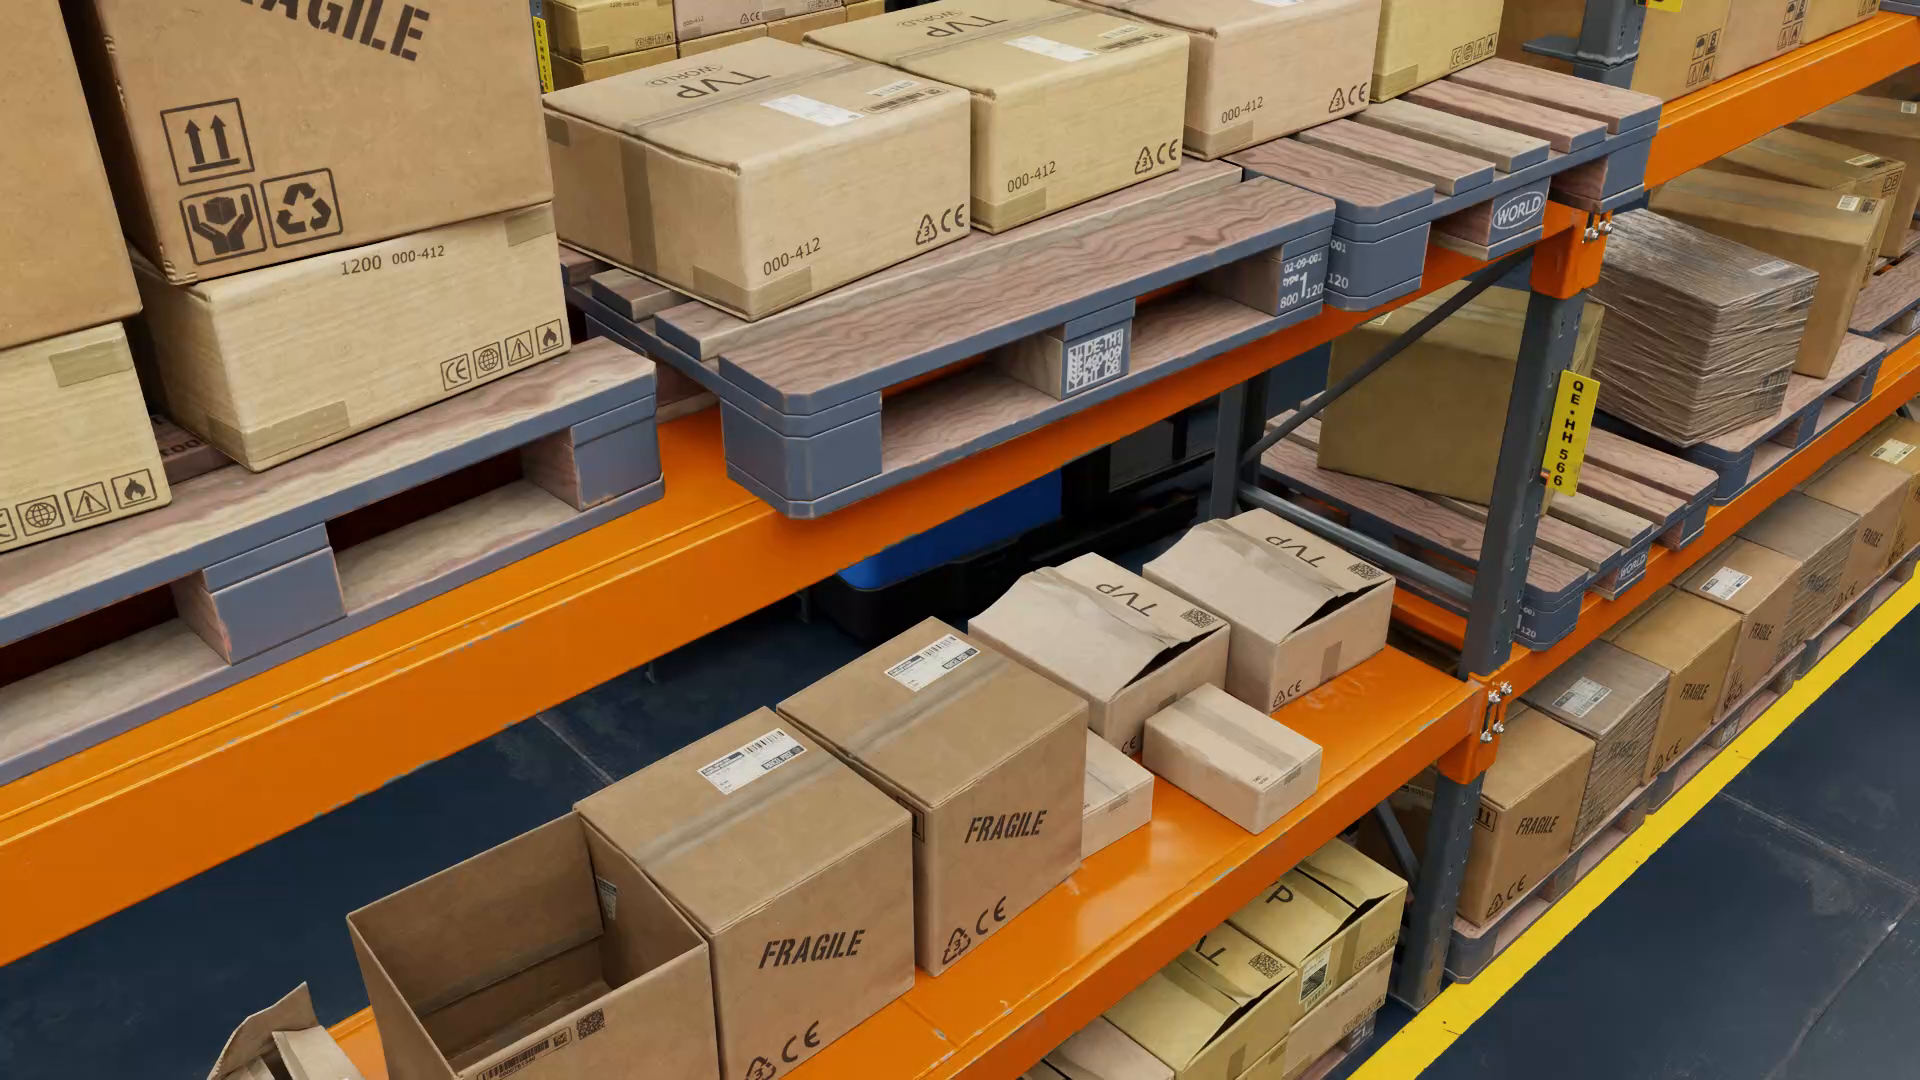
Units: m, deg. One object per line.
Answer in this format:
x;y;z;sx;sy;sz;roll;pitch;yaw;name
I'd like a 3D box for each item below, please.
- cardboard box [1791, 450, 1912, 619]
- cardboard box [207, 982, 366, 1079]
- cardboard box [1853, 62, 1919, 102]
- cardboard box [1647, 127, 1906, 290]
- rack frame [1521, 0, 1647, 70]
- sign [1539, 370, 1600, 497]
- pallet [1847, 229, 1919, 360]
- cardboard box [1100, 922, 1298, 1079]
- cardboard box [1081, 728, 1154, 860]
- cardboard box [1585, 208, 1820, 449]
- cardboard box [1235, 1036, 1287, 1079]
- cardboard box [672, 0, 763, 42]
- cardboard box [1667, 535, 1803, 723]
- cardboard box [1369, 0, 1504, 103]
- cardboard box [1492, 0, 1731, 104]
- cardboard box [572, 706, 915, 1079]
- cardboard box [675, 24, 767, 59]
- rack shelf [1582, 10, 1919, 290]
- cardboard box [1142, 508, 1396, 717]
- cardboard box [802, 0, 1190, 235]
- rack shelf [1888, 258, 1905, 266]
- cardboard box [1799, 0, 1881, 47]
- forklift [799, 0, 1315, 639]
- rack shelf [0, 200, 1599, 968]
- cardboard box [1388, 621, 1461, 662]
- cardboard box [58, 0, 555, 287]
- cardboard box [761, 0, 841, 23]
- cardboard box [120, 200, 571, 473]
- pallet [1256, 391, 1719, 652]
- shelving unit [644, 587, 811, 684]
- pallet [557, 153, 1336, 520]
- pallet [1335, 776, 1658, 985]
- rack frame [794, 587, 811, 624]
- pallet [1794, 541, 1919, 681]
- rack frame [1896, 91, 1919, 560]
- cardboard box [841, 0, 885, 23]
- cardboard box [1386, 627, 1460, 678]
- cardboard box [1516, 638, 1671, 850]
3.556;-0.067;6.959;0.500;0.500;0.500;-26;40;-35;cardboard box
-1.255;1.110;3.188;0.258;0.266;0.396;-27;40;-37;cardboard box
4.286;-2.151;7.337;0.500;0.500;0.500;-26;40;-35;cardboard box
3.130;-1.274;6.460;0.500;0.500;0.700;-19;36;-28;cardboard box
1.158;-2.544;3.284;0.127;3.000;1.000;-26;40;-35;rack frame
1.538;-0.267;4.201;0.005;0.325;0.100;-26;40;-35;sign
3.431;-1.079;6.824;1.213;0.211;1.003;-26;40;-35;pallet
0.565;1.237;4.547;0.500;0.311;0.500;-27;40;-36;cardboard box
0.261;0.597;4.139;0.250;0.149;0.380;-23;38;-32;cardboard box
2.344;-0.724;5.560;0.500;0.500;0.700;-18;36;-27;cardboard box
0.562;1.474;4.697;0.500;0.250;0.500;-26;40;-36;cardboard box
-1.311;-2.629;8.055;0.500;0.250;0.500;-26;40;-36;cardboard box
2.816;0.292;6.372;0.500;0.500;0.500;-27;41;-37;cardboard box
0.863;-1.196;3.697;0.500;0.250;0.500;26;40;35;cardboard box
1.455;-1.474;4.314;0.500;0.500;0.910;-26;40;-35;cardboard box
-0.447;0.761;3.534;0.500;0.500;0.500;-26;40;-35;cardboard box
-1.292;-2.312;8.256;0.500;0.500;0.500;-24;39;-34;cardboard box
2.624;-1.666;5.414;4.000;0.370;1.077;-26;40;-35;rack shelf
0.861;0.166;4.688;0.500;0.311;0.500;-23;38;-33;cardboard box
0.064;-0.805;3.057;0.500;0.250;0.500;-27;40;-36;cardboard box
5.558;-1.805;8.517;4.000;0.370;1.077;-26;40;-35;rack shelf
2.210;-1.839;4.912;0.500;0.500;0.910;-26;40;-35;cardboard box
0.501;-1.446;7.305;3.031;2.935;1.130;-21;37;-31;forklift
-0.309;-0.247;3.094;4.000;0.370;1.077;-26;40;-35;rack shelf
1.722;0.132;5.915;0.500;0.250;0.500;-24;39;-34;cardboard box
-0.894;-0.695;2.158;0.500;0.500;0.500;-22;38;-31;cardboard box
-0.947;-2.808;8.348;0.500;0.250;0.500;-26;40;-35;cardboard box
-0.916;-0.371;2.347;0.500;0.250;0.500;25;39;34;cardboard box
1.607;-0.170;5.336;1.003;0.211;1.213;-26;40;-35;pallet
-1.064;-0.251;6.723;0.755;1.500;0.431;-21;37;-31;shelving unit
-0.097;-0.511;3.015;1.213;0.211;1.003;-24;39;-33;pallet
1.731;0.955;5.986;1.213;0.211;1.003;-26;40;-35;pallet
-0.771;-0.365;6.910;0.023;1.500;0.400;-21;37;-31;rack frame
3.520;0.090;7.401;1.213;0.211;1.003;-26;40;-35;pallet
4.091;-1.403;7.169;0.127;3.000;1.000;-26;40;-35;rack frame
-0.551;-2.676;8.850;0.500;0.500;0.500;-25;39;-34;cardboard box
1.684;0.473;6.075;0.500;0.500;0.500;-24;39;-34;cardboard box
2.066;0.655;5.778;0.500;0.500;0.500;-27;41;-37;cardboard box
